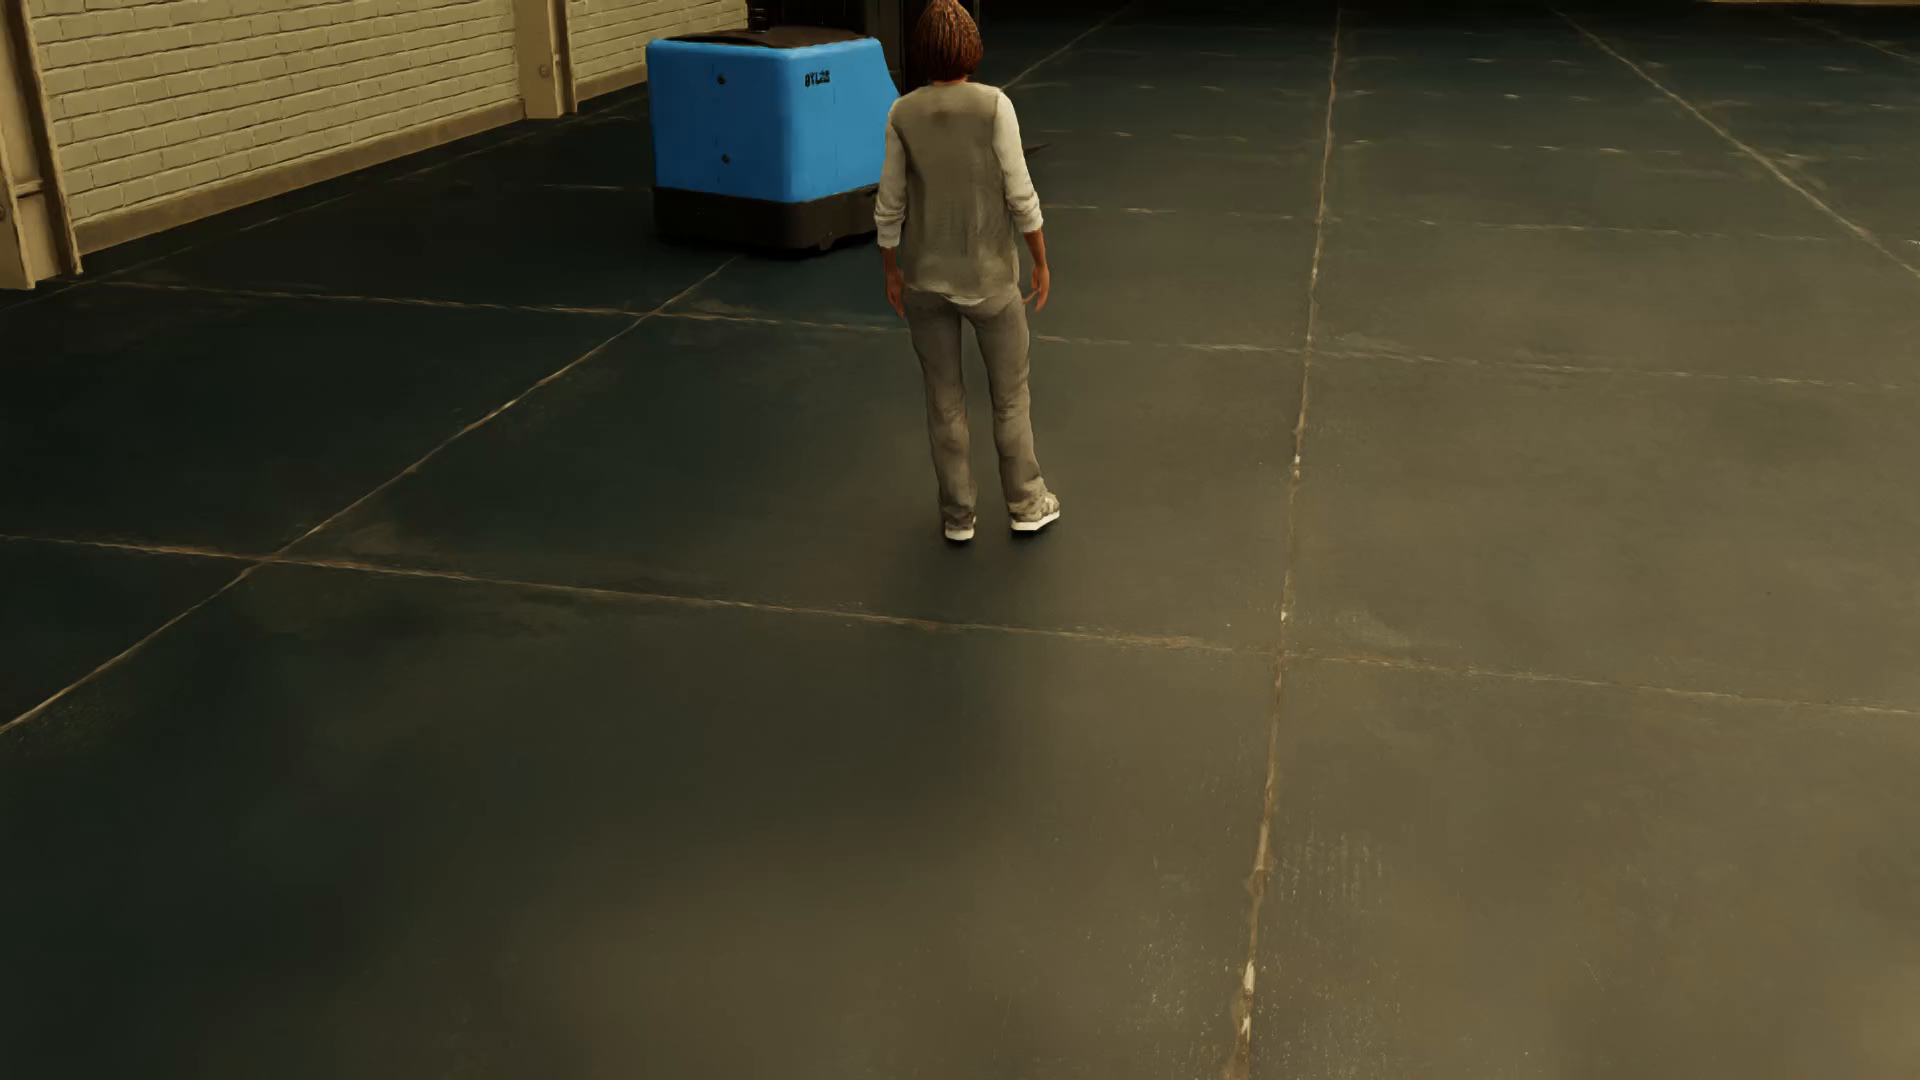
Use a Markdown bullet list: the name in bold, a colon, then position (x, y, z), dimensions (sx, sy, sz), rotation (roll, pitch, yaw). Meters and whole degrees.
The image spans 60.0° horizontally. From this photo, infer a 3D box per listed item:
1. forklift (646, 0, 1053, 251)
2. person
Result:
- **forklift**: position (-0.474, -3.386, 9.571), dimensions (1.130, 2.935, 3.031), rotation (13, 26, 30)
- **person**: position (0.029, -0.772, 4.909), dimensions (0.521, 1.597, 0.474), rotation (5, 23, 11)
